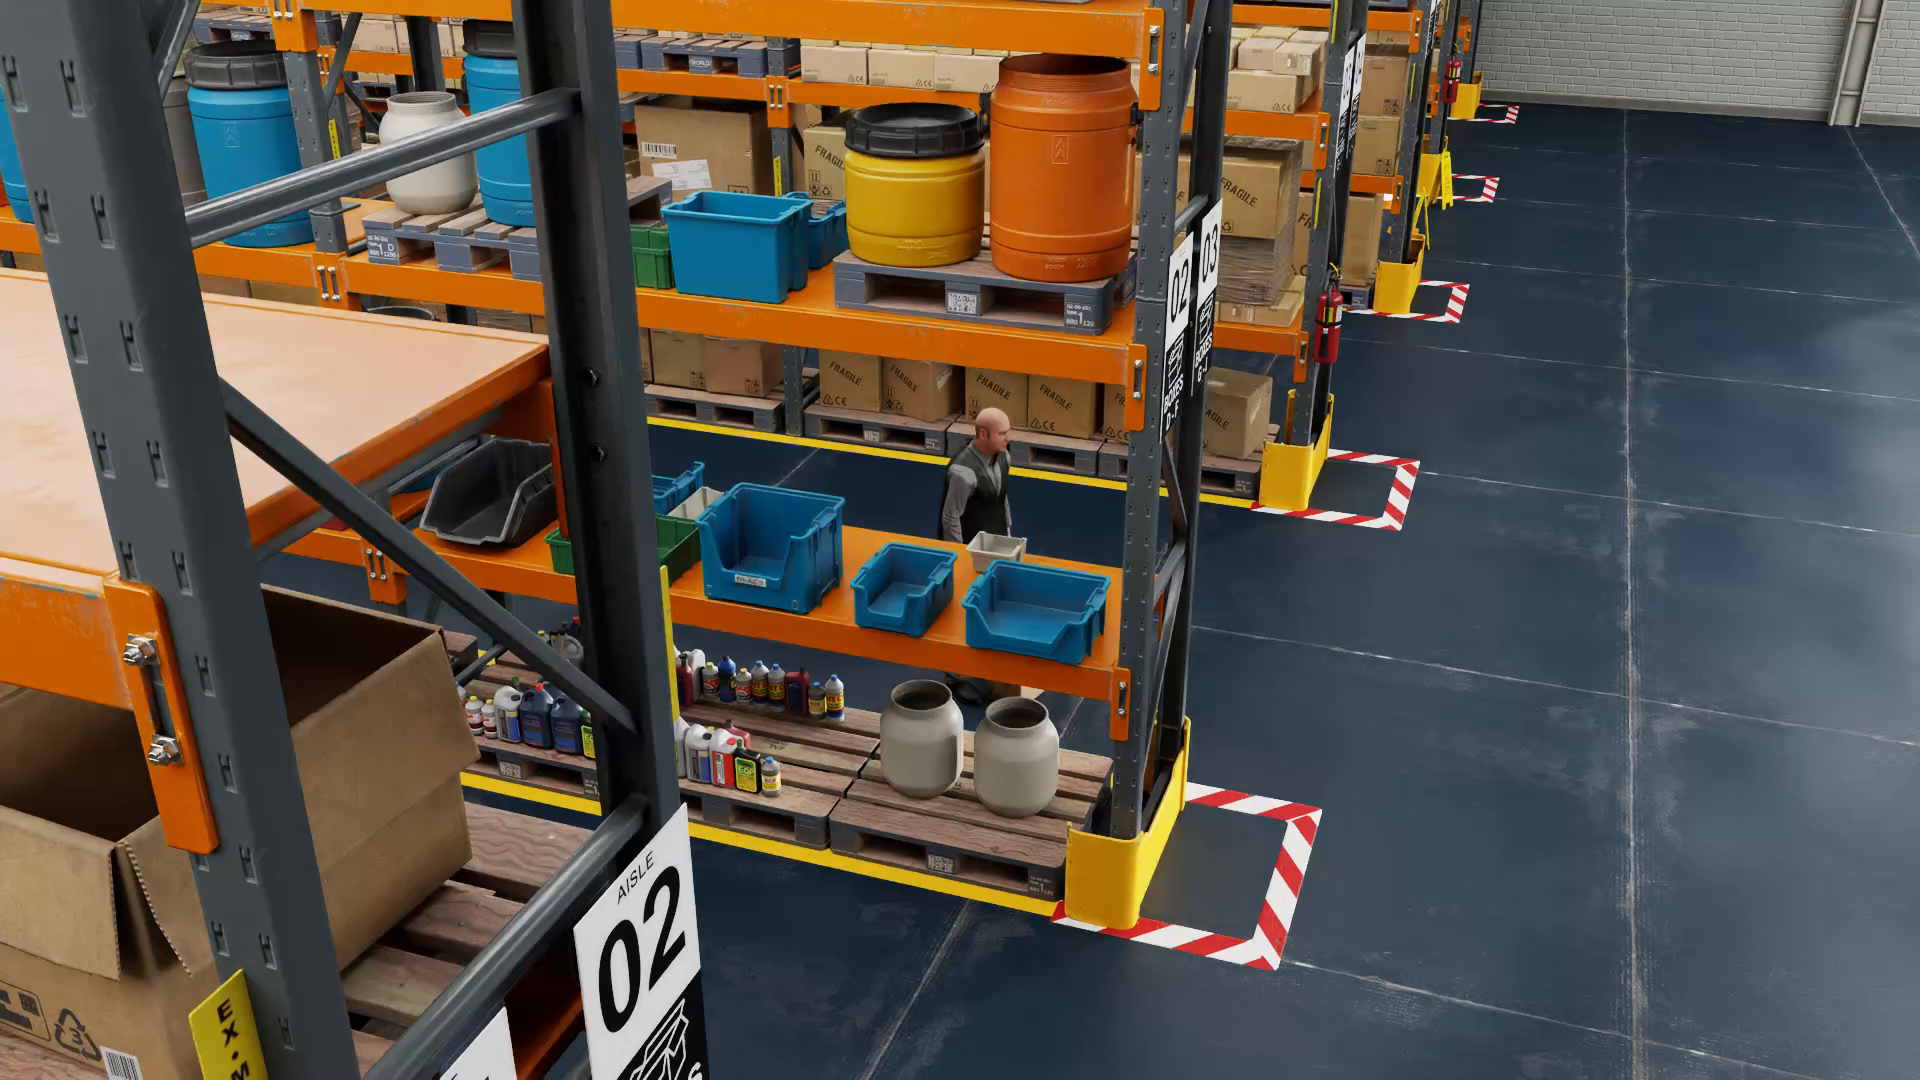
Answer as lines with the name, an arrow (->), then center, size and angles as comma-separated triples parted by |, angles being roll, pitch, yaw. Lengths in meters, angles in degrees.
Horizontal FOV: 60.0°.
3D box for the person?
person -> 0.120, 0.053, 9.487 | 0.475, 1.720, 0.586 | 17, 30, 31
